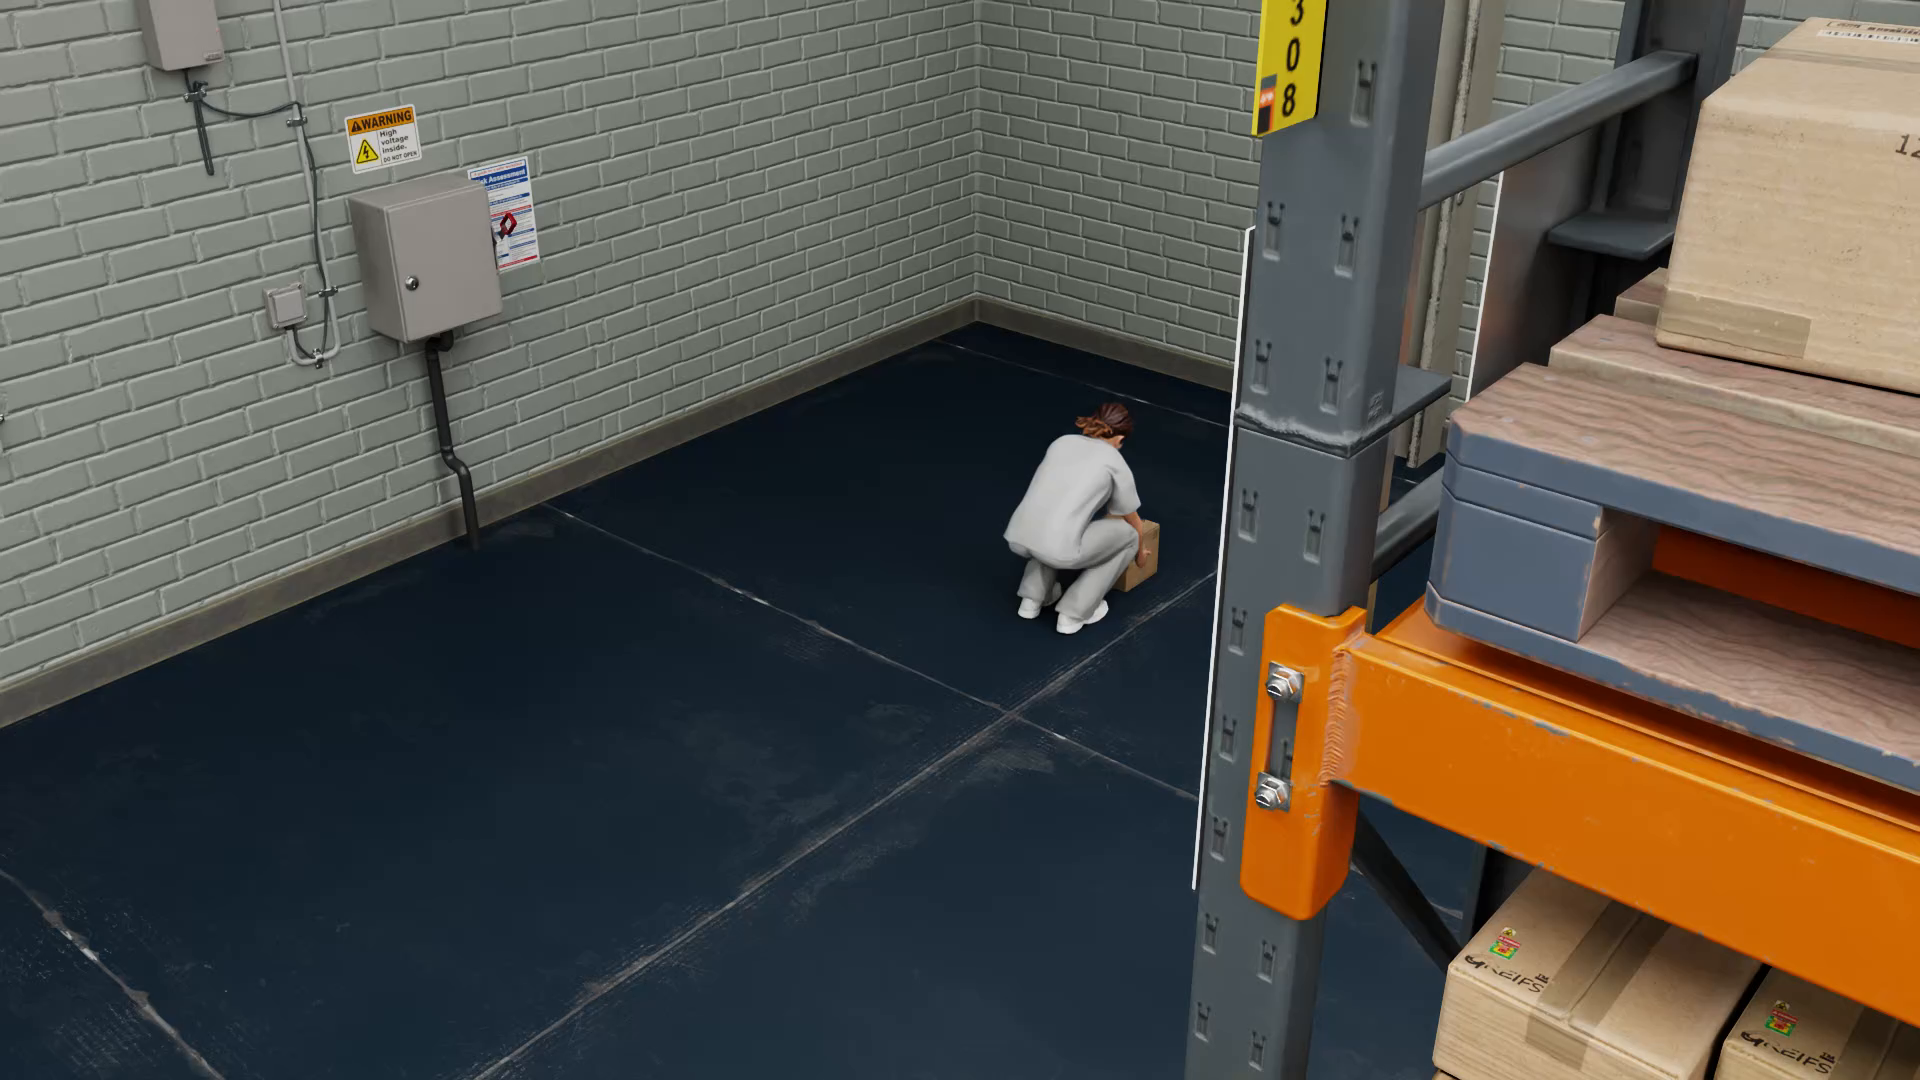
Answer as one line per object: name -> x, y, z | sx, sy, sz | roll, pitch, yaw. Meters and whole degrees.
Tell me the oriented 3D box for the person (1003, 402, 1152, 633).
person -> 0.511, -0.099, 7.215 | 0.484, 0.847, 0.801 | 21, 34, 34
